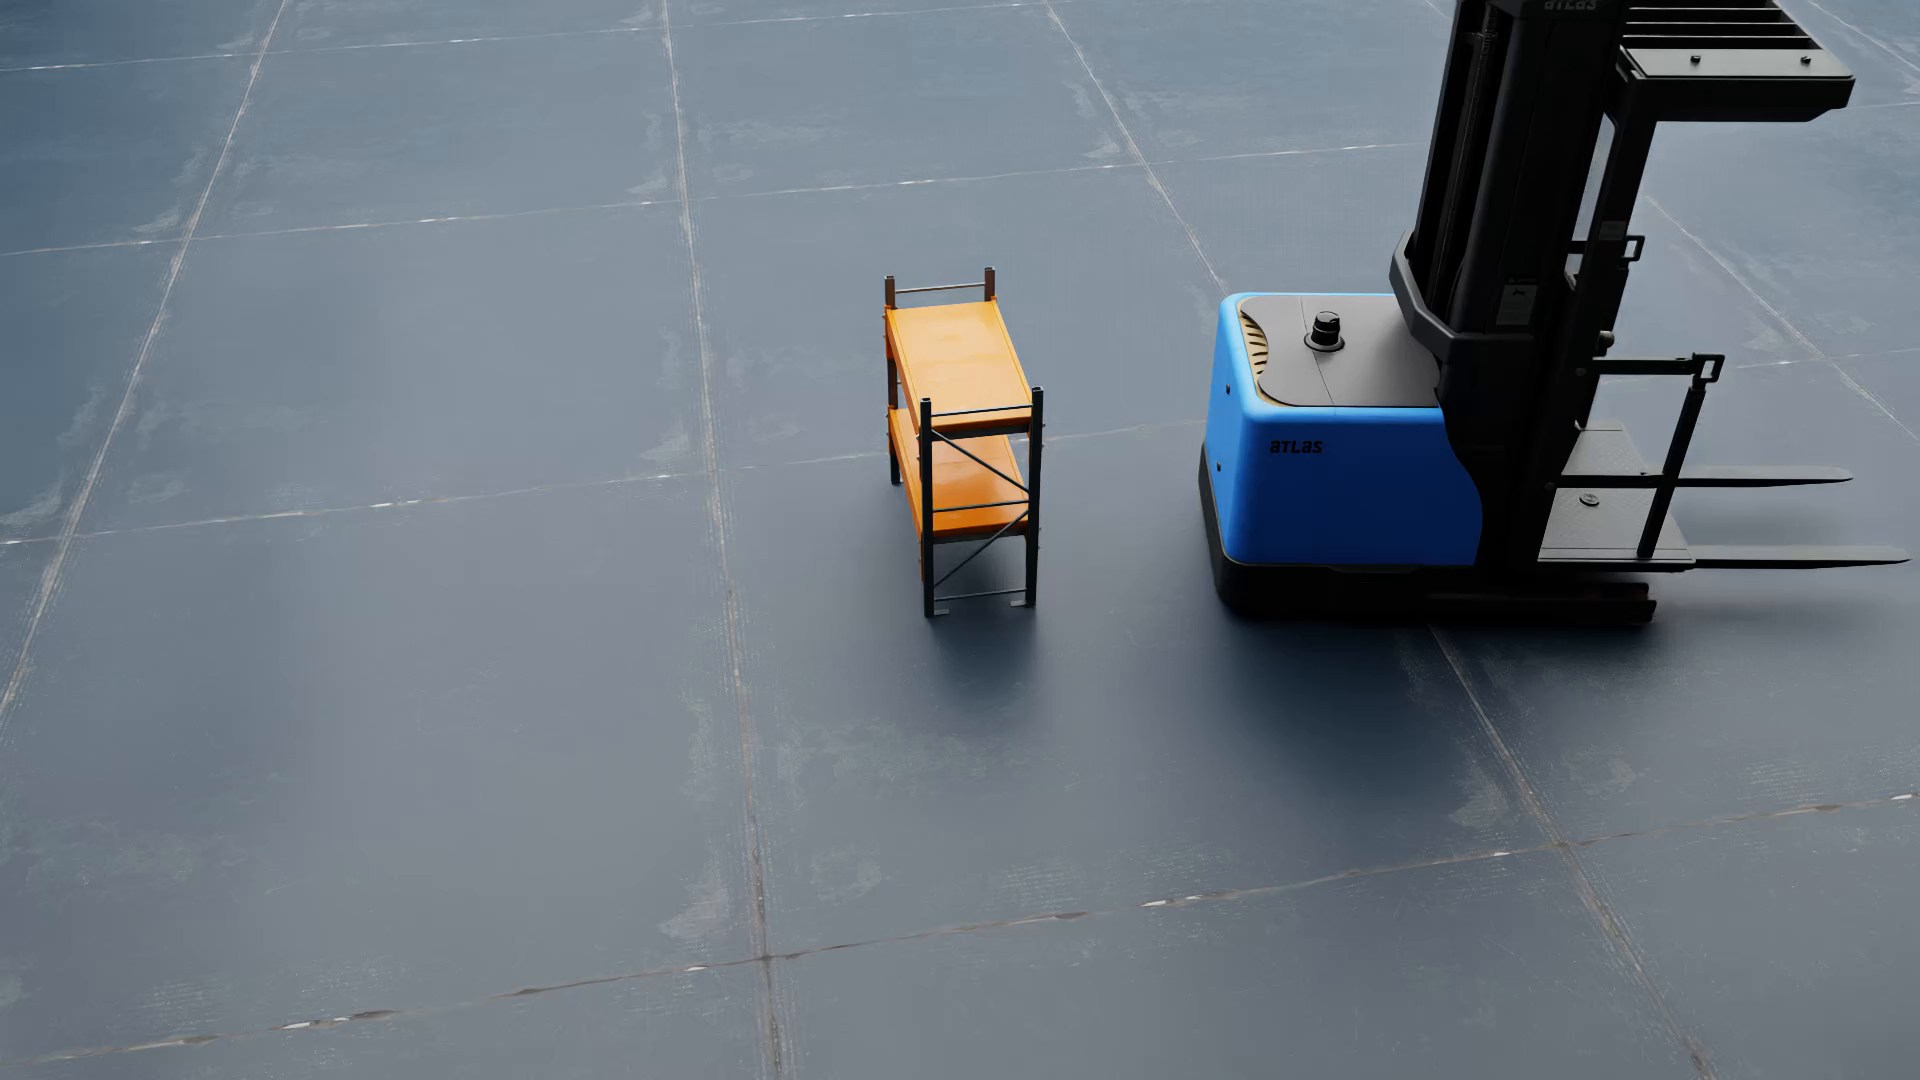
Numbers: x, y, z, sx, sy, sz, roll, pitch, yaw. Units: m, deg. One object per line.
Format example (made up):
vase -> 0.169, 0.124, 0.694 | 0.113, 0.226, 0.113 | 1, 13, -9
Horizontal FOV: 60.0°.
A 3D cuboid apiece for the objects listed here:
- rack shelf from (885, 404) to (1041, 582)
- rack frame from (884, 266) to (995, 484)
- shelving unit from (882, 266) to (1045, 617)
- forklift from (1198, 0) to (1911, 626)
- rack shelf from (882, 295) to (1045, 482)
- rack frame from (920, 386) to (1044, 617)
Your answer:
rack shelf -> -0.001, -0.255, 7.560 | 0.538, 0.278, 1.000 | -6, 38, -8
rack frame -> -0.090, -0.755, 7.805 | 0.500, 1.125, 0.032 | -6, 38, -8
shelving unit -> -0.001, -0.448, 7.410 | 0.538, 1.125, 1.048 | -6, 38, -8
forklift -> 2.655, -1.113, 6.794 | 3.031, 2.935, 1.130 | 0, 38, 1
rack shelf -> -0.001, -0.679, 7.231 | 0.538, 0.278, 1.000 | -6, 38, -8
rack frame -> 0.088, -0.141, 7.015 | 0.500, 1.125, 0.032 | -6, 38, -8
